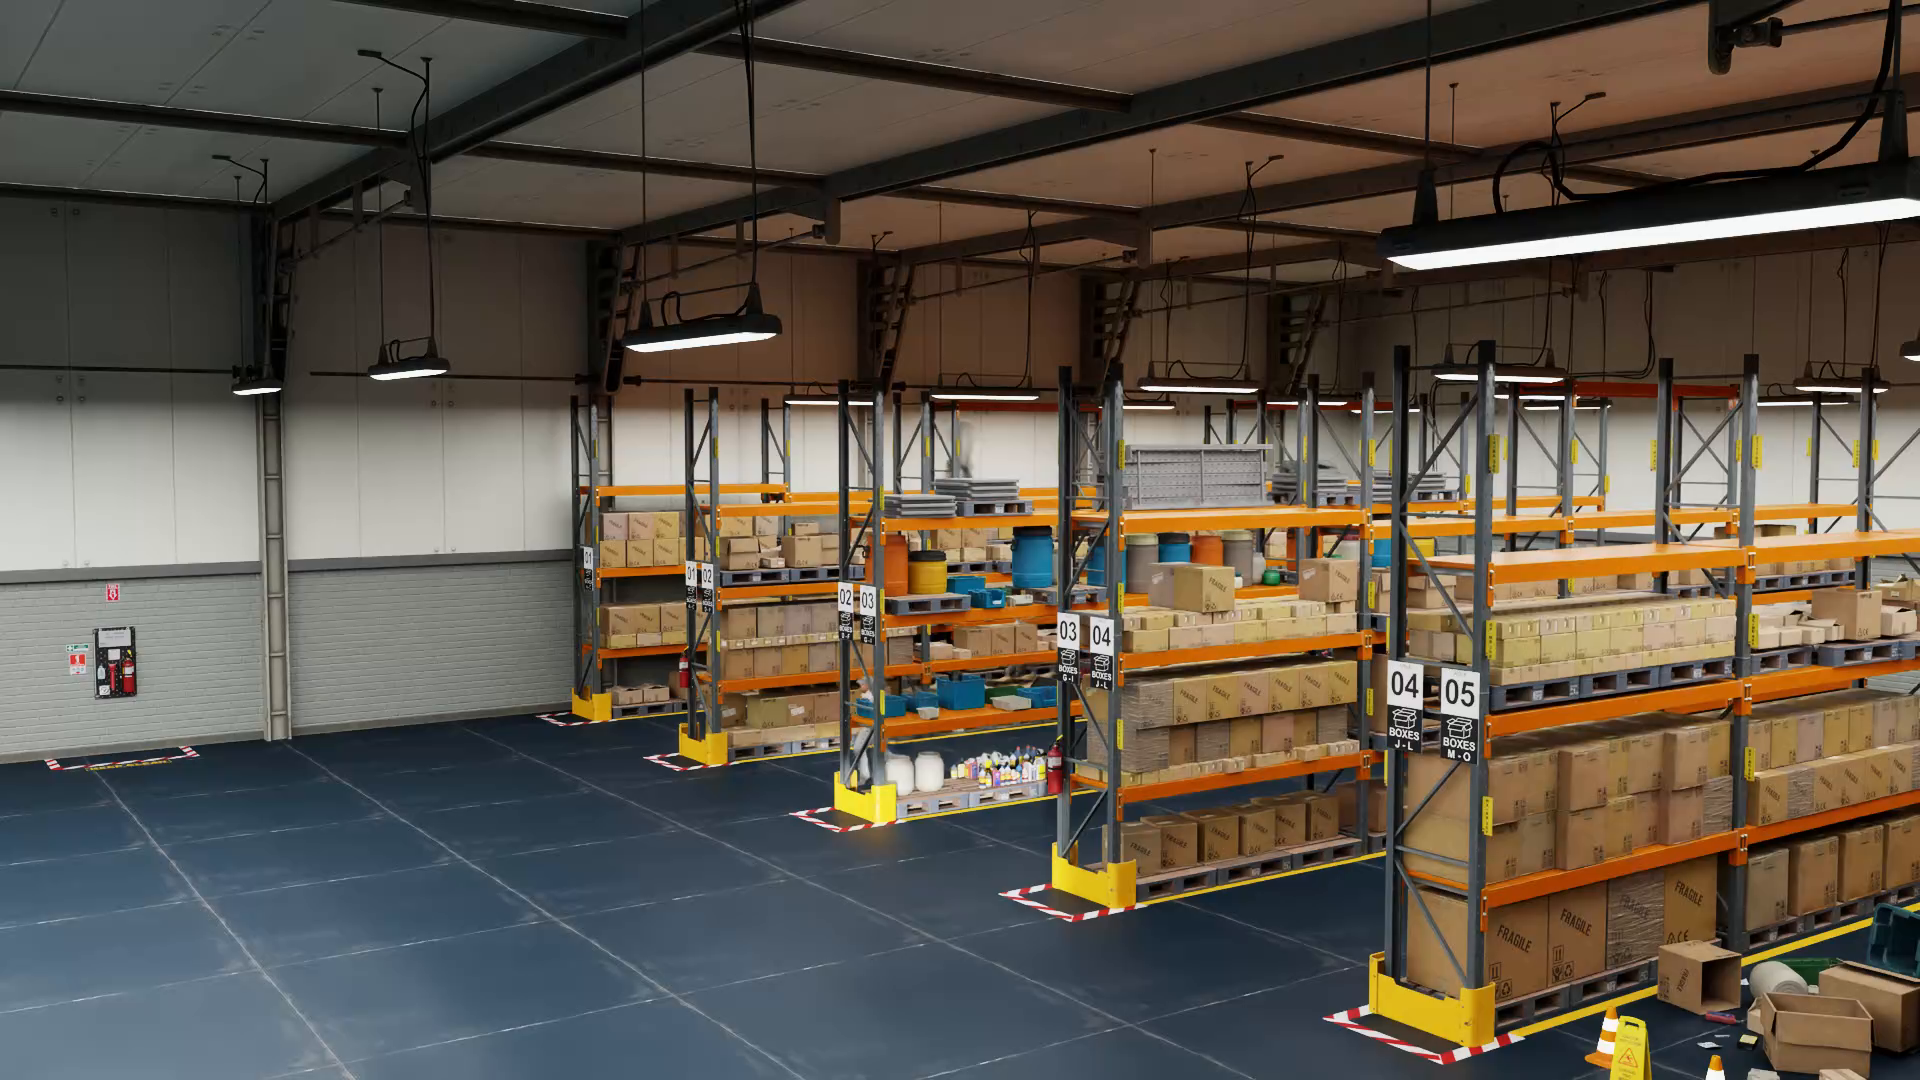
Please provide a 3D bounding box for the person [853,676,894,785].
[{"bbox_3d":[-1.262,2.880,25.001,0.831,1.734,0.603,-2,4,-30],"label":"person"}]

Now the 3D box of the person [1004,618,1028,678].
[{"bbox_3d":[1.115,2.357,32.743,0.632,1.679,0.554,-2,4,-34],"label":"person"}]
